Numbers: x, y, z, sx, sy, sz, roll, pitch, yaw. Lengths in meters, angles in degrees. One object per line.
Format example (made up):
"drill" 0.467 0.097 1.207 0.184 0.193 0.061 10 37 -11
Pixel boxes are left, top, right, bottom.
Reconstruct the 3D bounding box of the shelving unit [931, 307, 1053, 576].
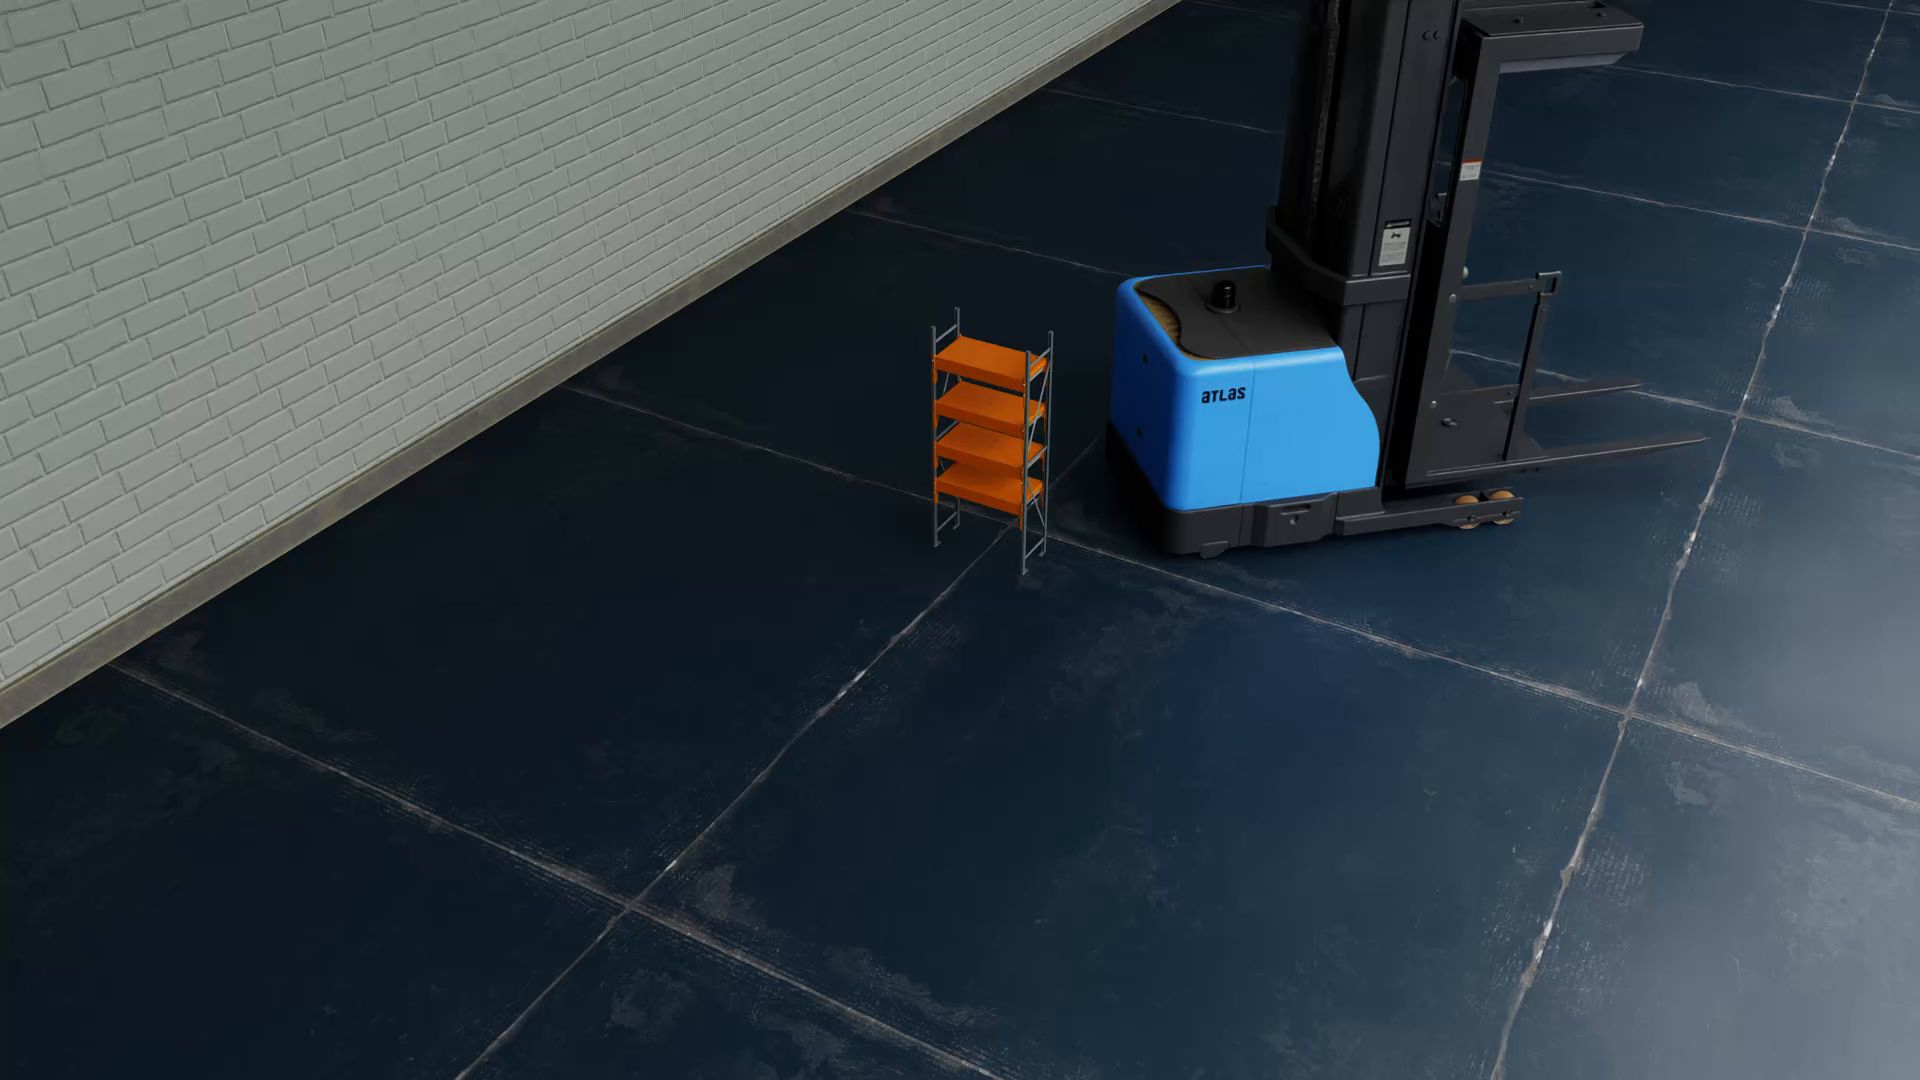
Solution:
"shelving unit" 0.144 -0.454 7.849 0.503 1.200 0.258 18 37 24

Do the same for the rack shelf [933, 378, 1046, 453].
"rack shelf" 0.144 -0.584 7.762 0.480 0.148 0.258 18 37 24

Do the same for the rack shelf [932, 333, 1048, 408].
"rack shelf" 0.144 -0.781 7.631 0.480 0.148 0.258 18 37 24

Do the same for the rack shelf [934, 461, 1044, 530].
"rack shelf" 0.144 -0.233 7.996 0.480 0.148 0.258 18 37 24

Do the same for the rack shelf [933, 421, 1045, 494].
"rack shelf" 0.144 -0.398 7.886 0.480 0.148 0.258 18 37 24

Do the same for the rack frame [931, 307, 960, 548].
"rack frame" -0.068 -0.521 7.950 0.015 1.200 0.240 18 37 24

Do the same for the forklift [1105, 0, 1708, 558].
"forklift" 2.338 -1.552 7.937 3.031 2.935 1.130 -7 34 -11

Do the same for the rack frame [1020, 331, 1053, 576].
"rack frame" 0.356 -0.387 7.748 0.015 1.200 0.240 18 37 24
